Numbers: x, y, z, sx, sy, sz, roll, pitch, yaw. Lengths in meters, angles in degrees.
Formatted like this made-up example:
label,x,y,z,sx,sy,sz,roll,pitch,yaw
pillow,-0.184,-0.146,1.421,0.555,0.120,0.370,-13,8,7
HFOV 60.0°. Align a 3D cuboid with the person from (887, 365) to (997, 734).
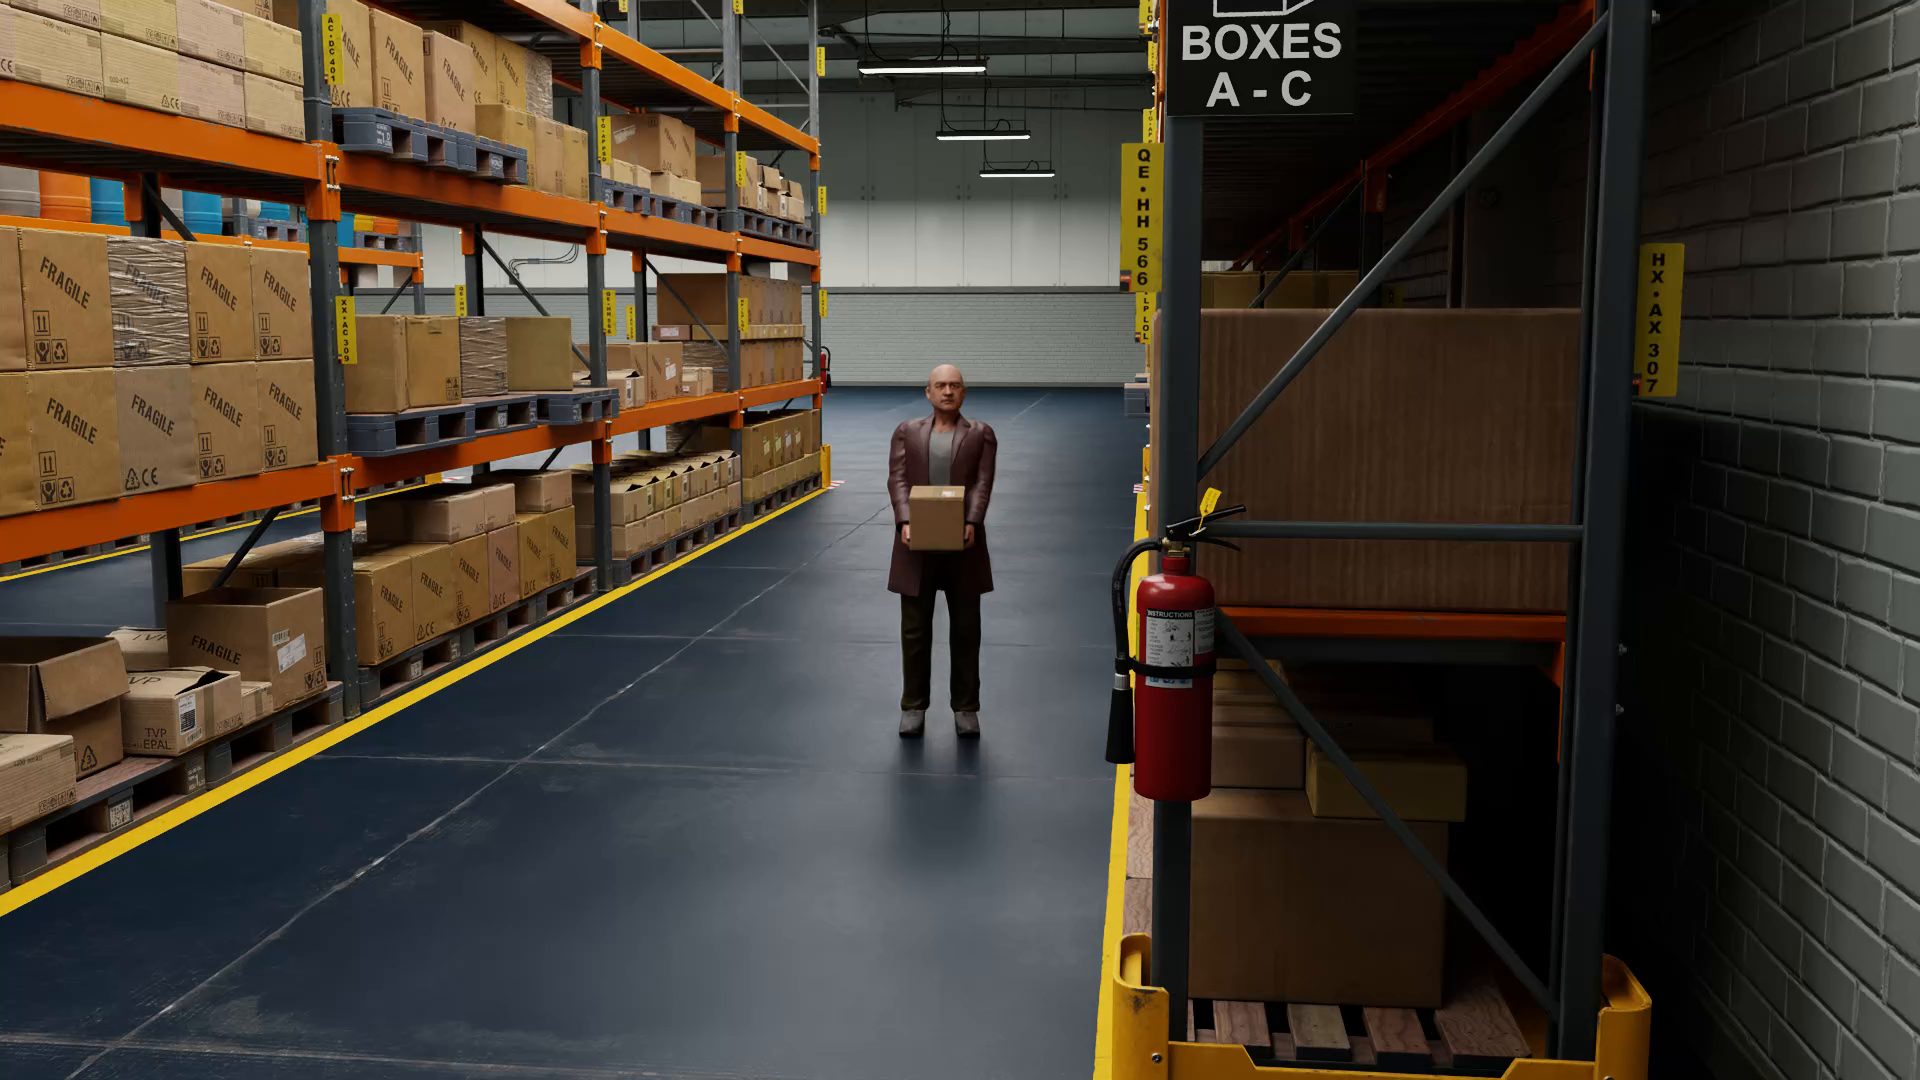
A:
label,x,y,z,sx,sy,sz,roll,pitch,yaw
person,-0.089,0.055,7.942,0.530,1.769,0.563,0,7,2
